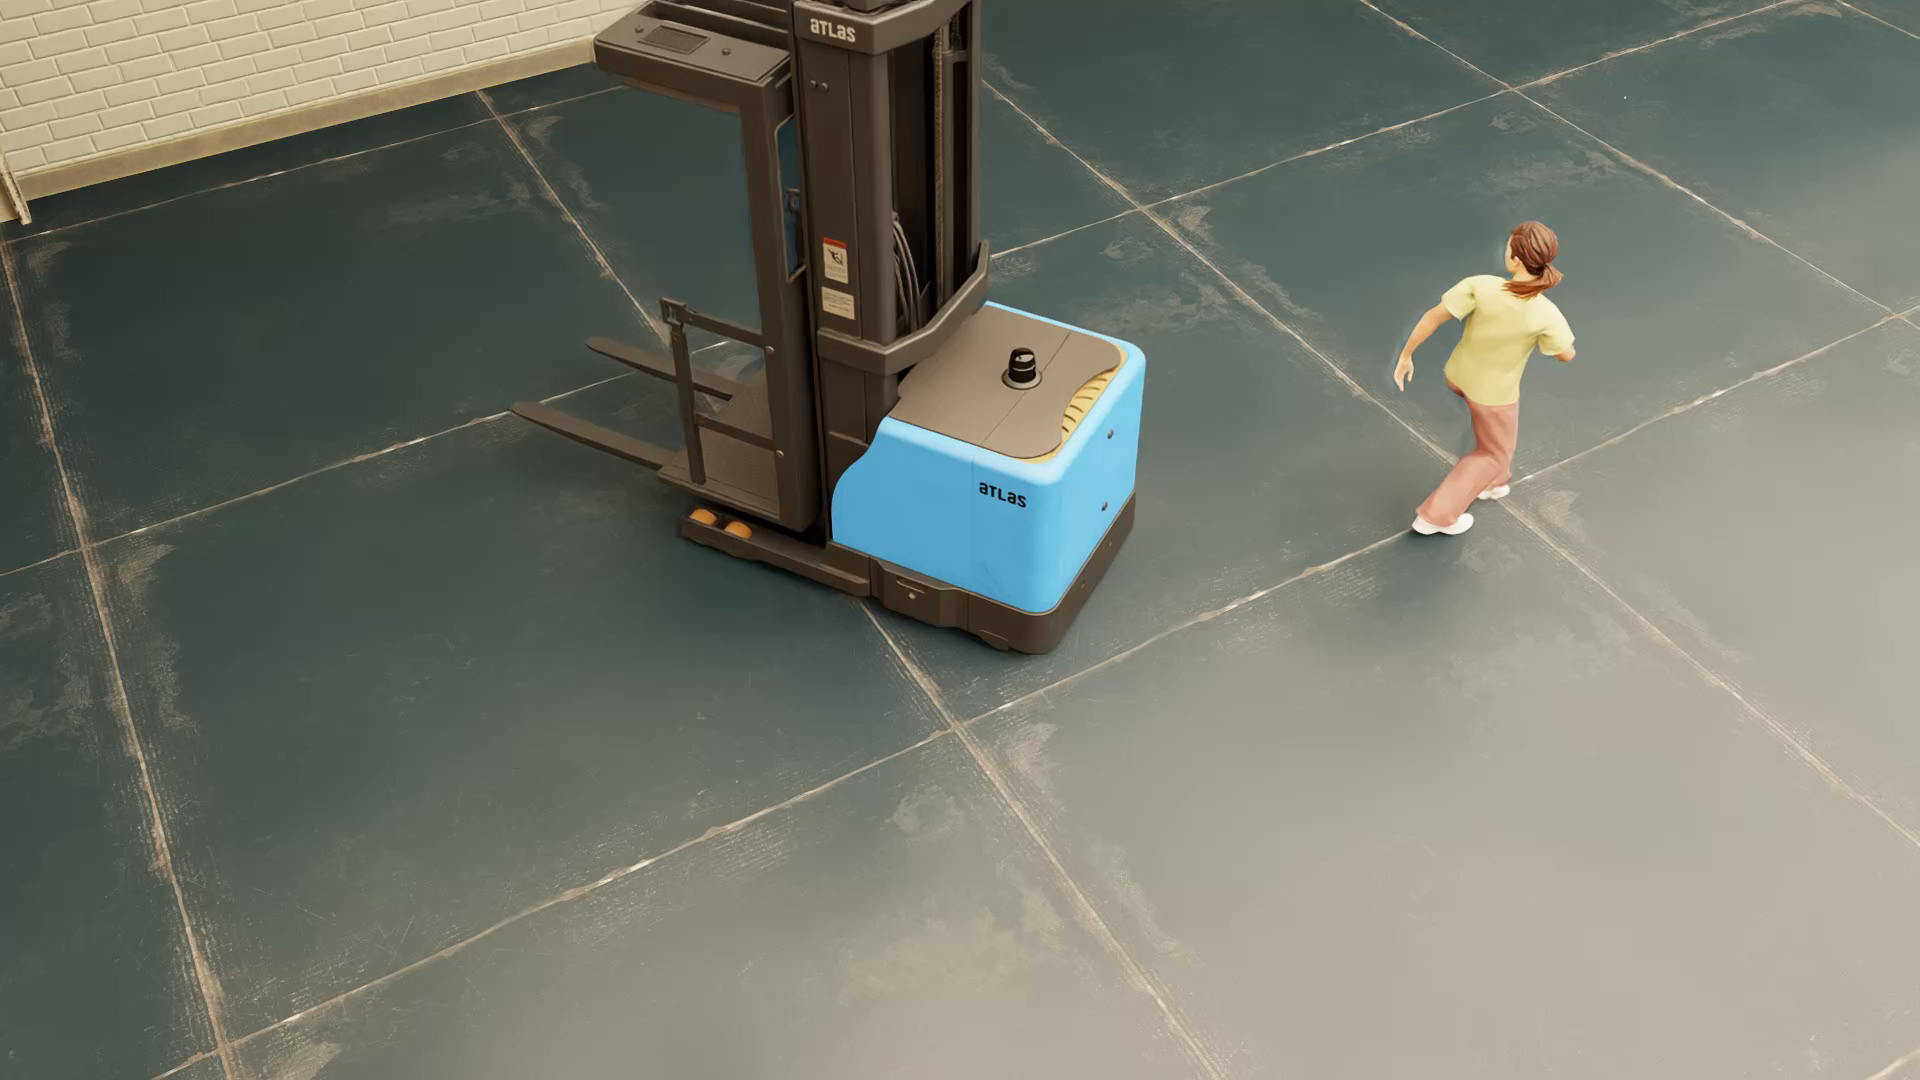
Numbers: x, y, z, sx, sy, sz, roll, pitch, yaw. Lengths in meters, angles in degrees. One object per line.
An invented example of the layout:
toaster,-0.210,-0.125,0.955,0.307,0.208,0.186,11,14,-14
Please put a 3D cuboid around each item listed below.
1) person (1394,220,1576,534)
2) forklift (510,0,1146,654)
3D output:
person,2.378,-0.684,7.446,0.801,1.669,0.515,-22,47,-22
forklift,-0.732,-1.293,7.092,3.031,2.935,1.130,19,46,20
